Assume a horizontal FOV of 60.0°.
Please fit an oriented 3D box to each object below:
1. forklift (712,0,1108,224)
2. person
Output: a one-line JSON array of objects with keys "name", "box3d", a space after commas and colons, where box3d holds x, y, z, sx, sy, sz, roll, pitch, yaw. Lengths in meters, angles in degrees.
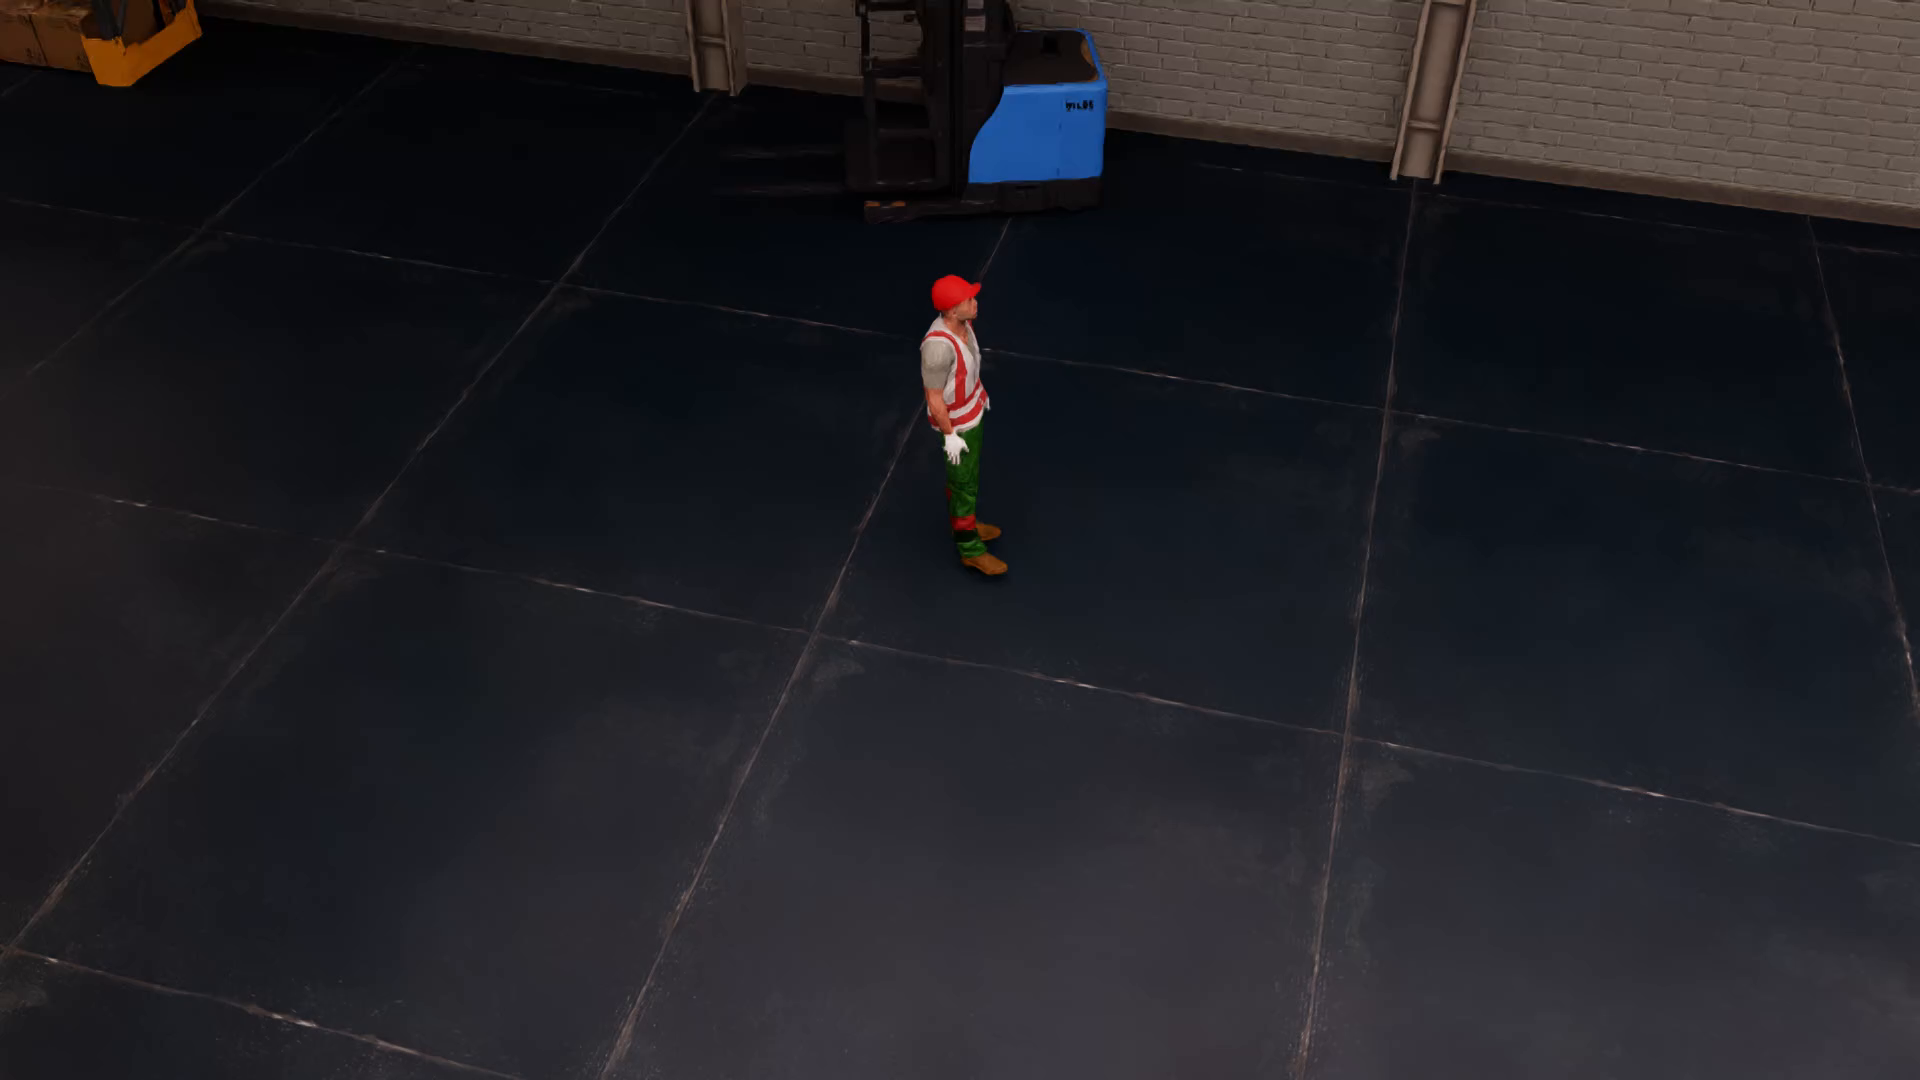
[{"name": "forklift", "box3d": [-0.430, -3.912, 12.324, 3.031, 2.935, 1.130, -3, 41, -4]}, {"name": "person", "box3d": [0.075, -0.687, 9.441, 0.563, 1.787, 0.637, 10, 42, 11]}]
